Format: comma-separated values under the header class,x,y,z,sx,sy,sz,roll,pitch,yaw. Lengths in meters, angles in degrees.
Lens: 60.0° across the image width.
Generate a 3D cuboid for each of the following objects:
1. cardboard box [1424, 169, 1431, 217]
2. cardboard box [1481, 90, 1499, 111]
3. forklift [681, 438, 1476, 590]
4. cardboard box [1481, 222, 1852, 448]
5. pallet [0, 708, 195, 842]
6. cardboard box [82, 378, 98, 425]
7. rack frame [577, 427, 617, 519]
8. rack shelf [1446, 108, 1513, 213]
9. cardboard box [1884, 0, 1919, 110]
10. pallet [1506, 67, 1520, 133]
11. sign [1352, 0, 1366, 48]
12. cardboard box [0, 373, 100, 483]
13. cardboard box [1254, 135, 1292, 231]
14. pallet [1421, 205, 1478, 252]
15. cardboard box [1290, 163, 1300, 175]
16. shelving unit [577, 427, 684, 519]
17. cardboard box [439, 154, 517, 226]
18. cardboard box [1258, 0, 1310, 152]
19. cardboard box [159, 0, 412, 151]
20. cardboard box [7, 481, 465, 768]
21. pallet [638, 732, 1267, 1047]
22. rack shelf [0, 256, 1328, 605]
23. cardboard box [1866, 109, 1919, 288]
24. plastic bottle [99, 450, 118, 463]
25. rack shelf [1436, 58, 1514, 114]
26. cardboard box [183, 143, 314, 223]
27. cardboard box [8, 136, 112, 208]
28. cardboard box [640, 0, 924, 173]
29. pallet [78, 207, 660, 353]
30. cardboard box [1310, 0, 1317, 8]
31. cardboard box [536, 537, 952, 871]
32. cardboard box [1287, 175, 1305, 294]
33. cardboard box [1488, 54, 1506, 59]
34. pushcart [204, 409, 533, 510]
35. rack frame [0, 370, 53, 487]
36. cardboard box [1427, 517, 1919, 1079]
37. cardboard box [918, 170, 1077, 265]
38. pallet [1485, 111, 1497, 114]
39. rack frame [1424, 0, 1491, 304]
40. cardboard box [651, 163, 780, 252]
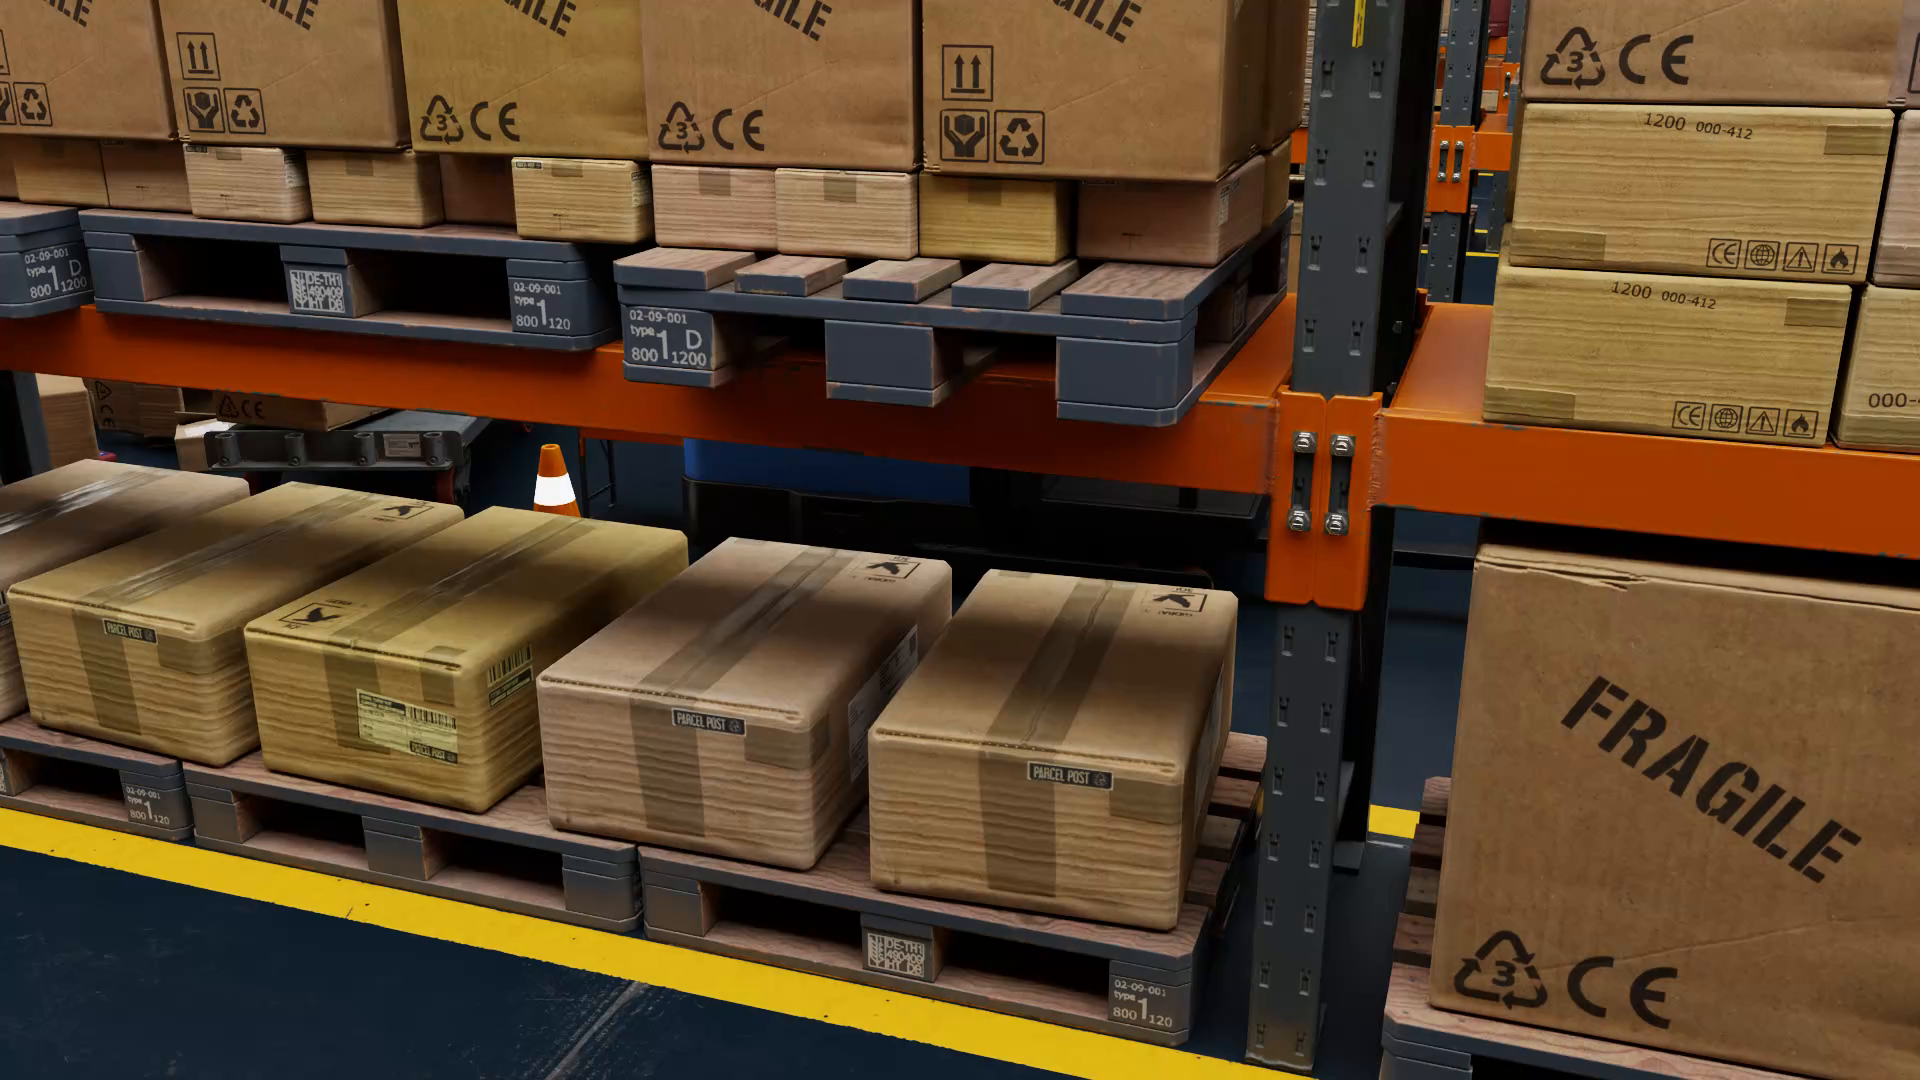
class,x,y,z,sx,sy,sz,roll,pitch,yaw
cardboard box,3.383,-2.735,12.495,0.500,0.500,0.700,5,20,15
cardboard box,6.700,-5.602,21.130,0.500,0.250,0.500,7,20,19
forklift,0.605,-1.327,5.431,3.031,2.935,1.130,5,20,15
cardboard box,1.150,-0.358,2.775,0.500,0.250,0.500,6,20,17
pallet,-2.272,0.408,4.585,1.213,0.211,1.003,7,20,18
cardboard box,-4.296,-0.843,7.731,0.637,0.503,0.797,-7,20,-20
rack frame,-1.376,-0.669,6.173,0.015,1.200,0.240,6,20,16
rack shelf,4.189,-1.555,7.072,4.000,0.370,1.077,7,20,18
cardboard box,1.628,-0.900,2.430,0.500,0.500,0.500,7,20,18
pallet,3.008,-1.976,7.479,1.003,0.211,1.213,7,20,18
sign,0.601,-0.900,2.462,0.005,0.325,0.100,7,20,18
cardboard box,-3.573,-0.352,6.323,0.500,0.500,0.500,-11,22,-29
cardboard box,0.525,-0.733,3.366,0.250,0.149,0.380,5,20,15
pallet,3.285,-2.410,12.669,1.213,0.211,1.003,7,20,18
cardboard box,2.317,-2.850,12.825,0.500,0.500,0.700,8,21,23
shelving unit,-1.142,-0.646,6.107,0.503,1.200,0.258,6,20,16
cardboard box,-0.842,-0.743,3.396,0.250,0.149,0.380,7,20,18
cardboard box,0.422,-1.067,3.338,0.500,0.500,0.500,6,20,17
cardboard box,-1.234,-1.075,3.361,0.500,0.500,0.500,6,20,16
cardboard box,-1.831,0.183,4.350,0.625,0.372,0.950,8,21,21
pallet,0.033,0.671,3.829,1.213,0.211,1.003,7,20,18
rack shelf,-1.119,-0.437,3.865,4.000,0.370,1.077,7,20,18
cardboard box,1.656,-0.538,2.531,0.500,0.250,0.500,7,20,19
plastic bottle,-3.611,-0.327,6.923,0.283,0.061,0.133,10,22,27
rack shelf,2.134,-3.518,12.704,4.000,0.370,1.077,7,20,18
cardboard box,-1.367,-0.765,3.457,0.250,0.149,0.380,7,21,20
cardboard box,-1.834,-0.837,3.663,0.250,0.149,0.380,7,20,19
cardboard box,-0.242,-0.961,3.036,0.500,0.500,0.500,6,20,17
pallet,-1.113,-0.671,3.735,1.213,0.211,1.003,7,20,18
cardboard box,1.879,-2.681,7.540,0.500,0.500,0.700,6,20,18
cardboard box,-0.459,0.341,3.896,0.625,0.372,0.950,6,20,17
cardboard box,1.754,-1.340,8.144,0.750,0.750,1.050,6,20,17
cardboard box,8.202,-7.351,25.737,0.500,0.500,0.700,7,20,19
pushcart,-2.307,-0.469,6.847,0.936,0.377,1.648,0,19,-1
rack frame,-3.008,-0.992,4.366,0.127,3.000,1.000,7,20,18
cardboard box,1.396,0.345,3.119,0.875,0.875,0.875,6,20,18
cardboard box,0.107,-0.609,3.009,0.250,0.149,0.380,7,20,19
pallet,6.512,-5.506,21.550,1.213,0.211,1.003,7,20,18
rack frame,2.300,-2.110,7.573,0.127,3.000,1.000,7,20,18
cardboard box,-0.381,-0.652,3.132,0.250,0.149,0.380,6,20,15
